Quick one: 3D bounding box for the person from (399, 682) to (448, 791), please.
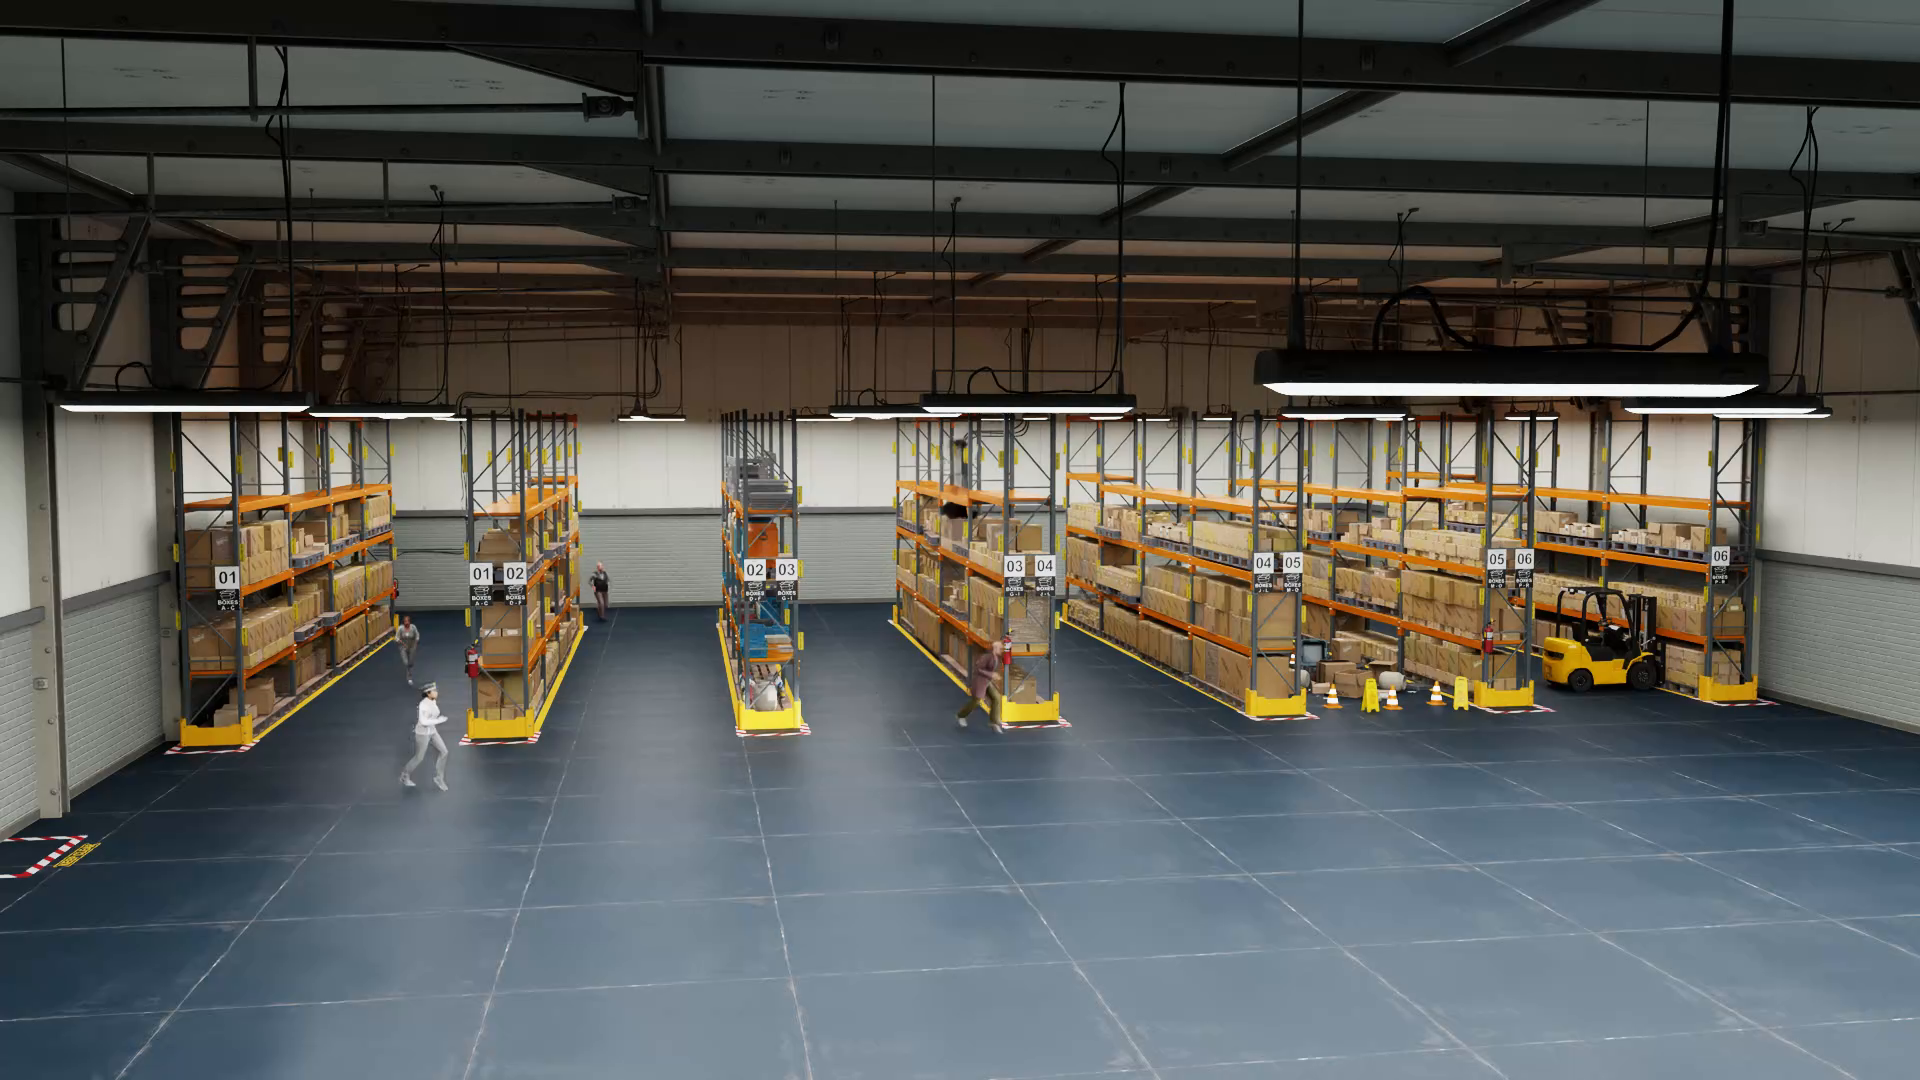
[{"bbox_3d":[-8.385,3.075,25.997,0.828,1.727,0.637,0,4,6],"label":"person"}]

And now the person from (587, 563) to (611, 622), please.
[{"bbox_3d":[-10.433,1.516,48.235,0.669,1.693,0.830,-3,5,-36],"label":"person"}]

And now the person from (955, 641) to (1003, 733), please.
[{"bbox_3d":[0.364,2.734,31.075,1.054,1.745,0.753,2,5,30],"label":"person"}]

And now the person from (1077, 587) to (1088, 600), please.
[{"bbox_3d":[3.769,1.410,49.989,0.611,1.655,0.609,-2,5,-30],"label":"person"}]

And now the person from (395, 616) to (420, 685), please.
[{"bbox_3d":[-12.157,2.418,36.603,0.507,1.539,0.687,-1,4,-17],"label":"person"}]
